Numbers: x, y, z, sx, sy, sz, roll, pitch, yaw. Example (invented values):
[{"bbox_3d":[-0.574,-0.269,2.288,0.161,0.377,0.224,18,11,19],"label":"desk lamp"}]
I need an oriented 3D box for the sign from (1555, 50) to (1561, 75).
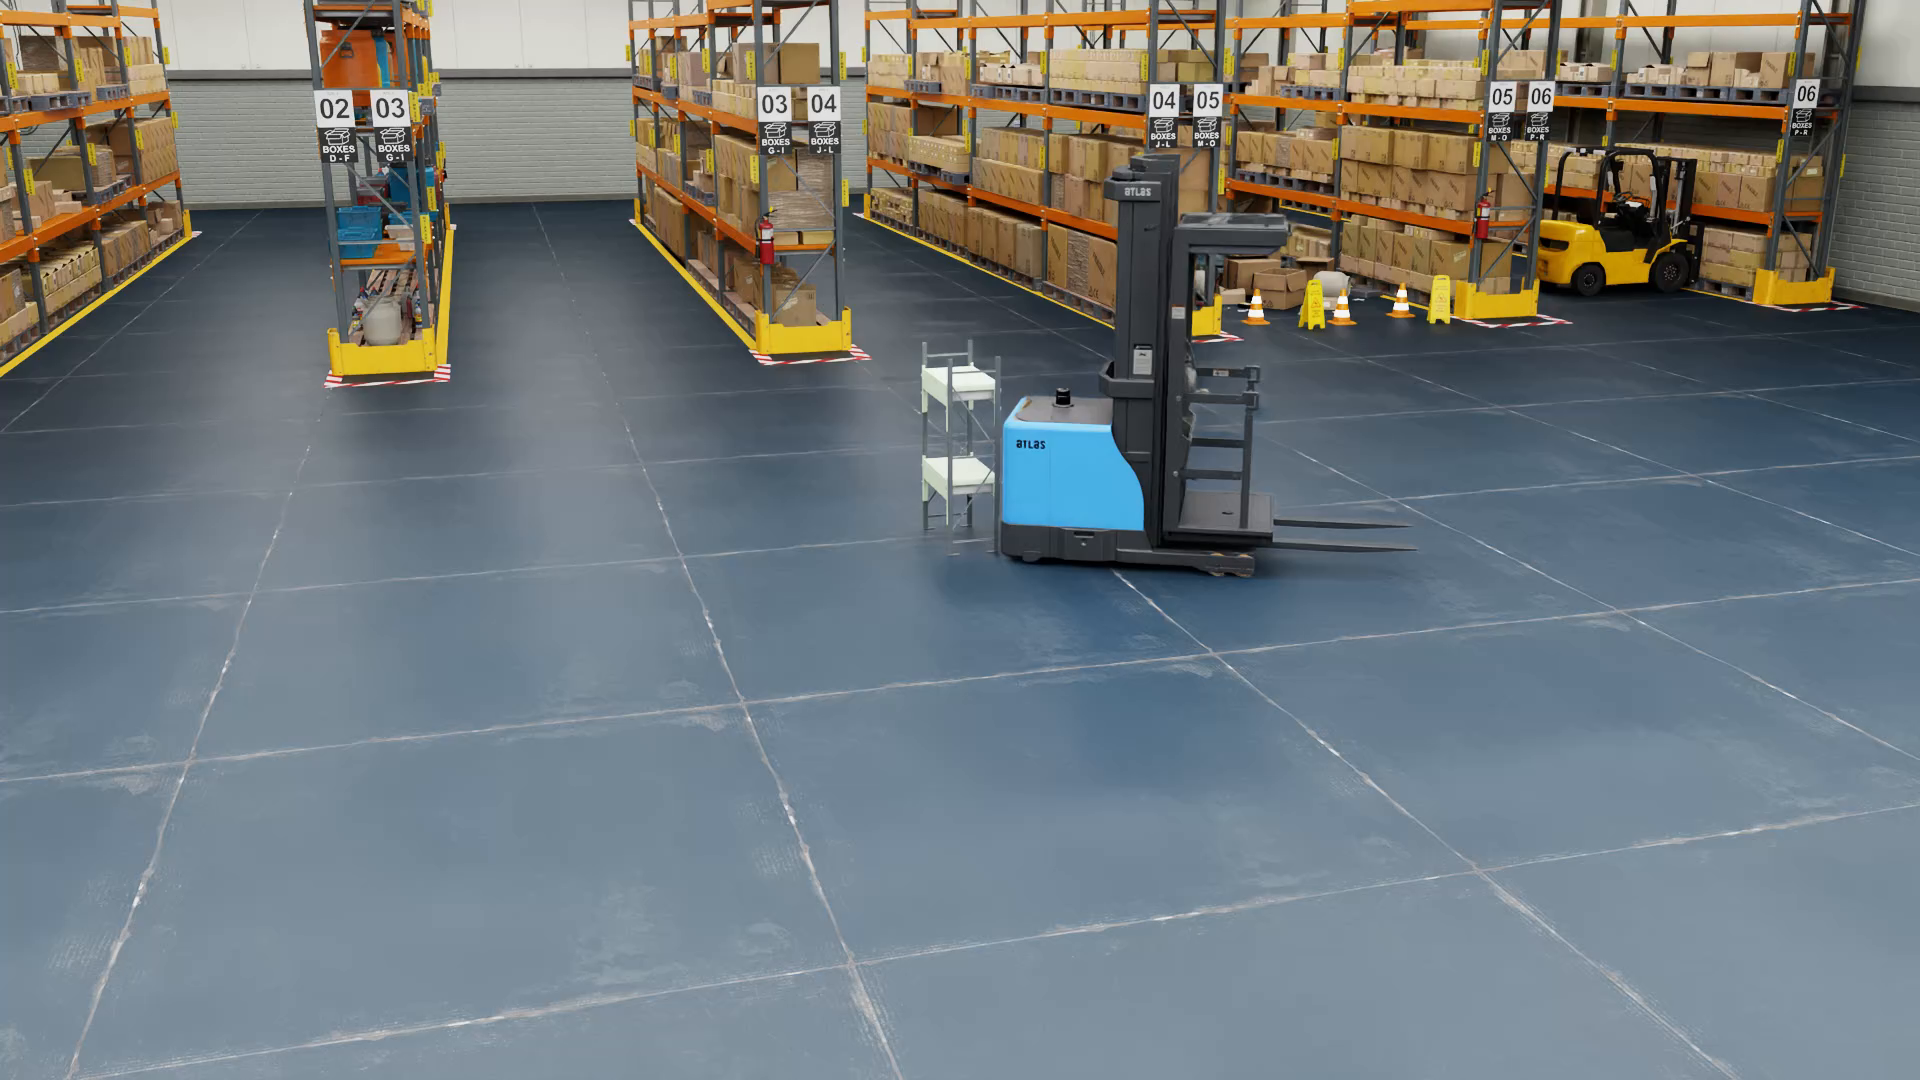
[{"bbox_3d":[8.110,-6.487,22.601,0.100,0.325,0.005,-5,17,-15],"label":"sign"}]

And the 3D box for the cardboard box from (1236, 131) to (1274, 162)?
[{"bbox_3d":[5.291,-7.051,29.790,0.500,0.500,0.500,-5,17,-17],"label":"cardboard box"}]

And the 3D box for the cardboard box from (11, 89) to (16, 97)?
[{"bbox_3d":[-12.879,-6.019,22.092,0.500,0.250,0.500,-6,18,-21],"label":"cardboard box"}]

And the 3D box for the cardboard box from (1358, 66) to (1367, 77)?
[{"bbox_3d":[6.361,-7.211,25.581,0.380,0.149,0.250,-4,17,-14],"label":"cardboard box"}]

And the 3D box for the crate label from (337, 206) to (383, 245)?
[{"bbox_3d":[-7.469,-3.919,20.722,0.502,0.435,0.616,-5,17,-15],"label":"crate label"}]

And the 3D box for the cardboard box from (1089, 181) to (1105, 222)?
[{"bbox_3d":[2.320,-4.799,23.455,0.875,0.550,0.500,-5,17,-15],"label":"cardboard box"}]

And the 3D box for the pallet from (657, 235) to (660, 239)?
[{"bbox_3d":[-5.372,-6.006,32.580,1.003,0.211,1.213,-5,17,-15],"label":"pallet"}]

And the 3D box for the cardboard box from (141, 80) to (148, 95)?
[{"bbox_3d":[-14.929,-8.139,29.879,0.500,0.250,0.500,-5,17,-15],"label":"cardboard box"}]

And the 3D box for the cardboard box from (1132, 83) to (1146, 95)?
[{"bbox_3d":[2.439,-5.800,21.367,0.380,0.149,0.250,-5,17,-15],"label":"cardboard box"}]

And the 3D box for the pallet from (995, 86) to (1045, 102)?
[{"bbox_3d":[1.196,-7.246,26.974,1.003,0.211,1.213,-4,17,-13],"label":"pallet"}]

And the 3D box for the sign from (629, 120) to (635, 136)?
[{"bbox_3d":[-6.873,-8.642,34.865,0.100,0.325,0.005,-5,17,-15],"label":"sign"}]

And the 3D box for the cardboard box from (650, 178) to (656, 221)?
[{"bbox_3d":[-5.835,-6.993,33.980,0.875,0.875,0.875,-5,17,-15],"label":"cardboard box"}]

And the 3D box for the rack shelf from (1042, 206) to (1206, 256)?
[{"bbox_3d":[2.307,-4.379,23.565,1.077,0.370,4.000,-5,17,-15],"label":"rack shelf"}]

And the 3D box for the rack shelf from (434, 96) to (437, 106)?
[{"bbox_3d":[-10.550,-8.379,31.668,1.077,0.370,4.000,-5,17,-15],"label":"rack shelf"}]

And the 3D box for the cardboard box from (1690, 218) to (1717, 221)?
[{"bbox_3d":[11.861,-5.051,26.866,0.500,0.250,0.500,-5,17,-15],"label":"cardboard box"}]

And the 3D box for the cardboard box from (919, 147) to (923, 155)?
[{"bbox_3d":[-0.559,-7.352,31.404,0.380,0.149,0.250,-5,18,-18],"label":"cardboard box"}]

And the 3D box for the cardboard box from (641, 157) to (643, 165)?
[{"bbox_3d":[-6.273,-7.703,33.818,0.380,0.149,0.250,-5,17,-16],"label":"cardboard box"}]

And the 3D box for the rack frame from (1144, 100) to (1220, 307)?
[{"bbox_3d":[2.856,-4.170,21.620,1.000,3.000,0.127,-5,17,-15],"label":"rack frame"}]

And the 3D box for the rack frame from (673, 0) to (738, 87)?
[{"bbox_3d":[-4.139,-8.892,26.911,1.000,3.000,0.127,-5,17,-15],"label":"rack frame"}]

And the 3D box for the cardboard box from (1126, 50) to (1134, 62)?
[{"bbox_3d":[2.370,-6.253,21.486,0.380,0.149,0.250,-5,17,-15],"label":"cardboard box"}]

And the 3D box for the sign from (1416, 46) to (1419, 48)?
[{"bbox_3d":[9.594,-10.220,34.963,0.100,0.325,0.005,-5,17,-15],"label":"sign"}]

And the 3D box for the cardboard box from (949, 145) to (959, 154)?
[{"bbox_3d":[0.015,-6.917,29.439,0.380,0.149,0.250,-5,17,-16],"label":"cardboard box"}]

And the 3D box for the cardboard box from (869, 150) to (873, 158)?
[{"bbox_3d":[-1.767,-8.360,36.005,0.380,0.149,0.250,-5,17,-16],"label":"cardboard box"}]

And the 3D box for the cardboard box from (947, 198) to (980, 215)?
[{"bbox_3d":[0.068,-6.053,30.201,0.500,0.250,0.500,-4,17,-14],"label":"cardboard box"}]

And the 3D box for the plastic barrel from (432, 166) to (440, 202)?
[{"bbox_3d":[-8.482,-5.588,26.104,0.600,0.536,0.708,-5,17,-15],"label":"plastic barrel"}]

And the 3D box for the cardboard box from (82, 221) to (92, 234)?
[{"bbox_3d":[-14.452,-5.147,27.150,0.500,0.250,0.500,-5,17,-16],"label":"cardboard box"}]

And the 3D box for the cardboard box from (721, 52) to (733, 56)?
[{"bbox_3d":[-3.495,-7.351,25.954,0.500,0.500,0.500,-4,17,-14],"label":"cardboard box"}]

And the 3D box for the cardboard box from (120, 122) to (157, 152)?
[{"bbox_3d":[-14.906,-7.307,30.152,0.500,0.500,0.500,-5,17,-17],"label":"cardboard box"}]

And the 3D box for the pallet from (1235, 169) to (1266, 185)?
[{"bbox_3d":[5.688,-6.521,29.782,1.213,0.211,1.003,-5,17,-15],"label":"pallet"}]

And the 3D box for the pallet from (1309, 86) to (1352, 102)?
[{"bbox_3d":[6.421,-7.221,26.891,1.213,0.211,1.003,-5,17,-15],"label":"pallet"}]

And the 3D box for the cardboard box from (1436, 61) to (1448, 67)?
[{"bbox_3d":[9.497,-9.255,32.384,0.380,0.149,0.250,-5,17,-16],"label":"cardboard box"}]

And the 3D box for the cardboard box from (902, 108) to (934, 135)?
[{"bbox_3d":[-0.831,-8.267,32.831,0.500,0.500,0.500,-5,18,-17],"label":"cardboard box"}]

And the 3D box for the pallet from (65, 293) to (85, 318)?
[{"bbox_3d":[-13.144,-3.333,23.682,1.003,0.211,1.213,-5,17,-15],"label":"pallet"}]

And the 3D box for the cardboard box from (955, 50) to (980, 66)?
[{"bbox_3d":[0.141,-8.466,29.203,0.396,0.266,0.258,-5,17,-15],"label":"cardboard box"}]

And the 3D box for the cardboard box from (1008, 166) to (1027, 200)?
[{"bbox_3d":[1.079,-5.727,26.630,0.500,0.500,0.500,-5,17,-15],"label":"cardboard box"}]

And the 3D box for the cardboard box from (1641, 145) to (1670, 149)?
[{"bbox_3d":[11.300,-6.343,27.038,0.380,0.149,0.250,-5,17,-16],"label":"cardboard box"}]

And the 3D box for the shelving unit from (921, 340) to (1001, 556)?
[{"bbox_3d":[0.002,-0.716,12.730,0.431,1.500,0.755,-5,17,-15],"label":"shelving unit"}]

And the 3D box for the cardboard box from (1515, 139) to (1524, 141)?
[{"bbox_3d":[10.624,-7.417,31.127,0.380,0.149,0.250,-4,17,-14],"label":"cardboard box"}]

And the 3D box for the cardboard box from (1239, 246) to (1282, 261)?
[{"bbox_3d":[4.786,-4.712,26.454,0.500,0.500,0.500,-5,17,-15],"label":"cardboard box"}]

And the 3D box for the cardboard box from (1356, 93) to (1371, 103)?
[{"bbox_3d":[6.354,-6.829,25.696,0.380,0.149,0.250,-5,17,-15],"label":"cardboard box"}]

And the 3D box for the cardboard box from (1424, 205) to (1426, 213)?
[{"bbox_3d":[7.018,-4.840,24.288,0.380,0.149,0.250,-4,17,-14],"label":"cardboard box"}]

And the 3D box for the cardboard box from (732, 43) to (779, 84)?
[{"bbox_3d":[-2.610,-6.081,21.208,0.500,0.500,0.500,-5,17,-15],"label":"cardboard box"}]

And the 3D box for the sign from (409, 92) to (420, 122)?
[{"bbox_3d":[-6.173,-4.897,18.812,0.100,0.325,0.005,-5,17,-15],"label":"sign"}]

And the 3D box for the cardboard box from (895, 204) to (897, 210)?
[{"bbox_3d":[-1.128,-6.898,34.410,0.380,0.149,0.250,-6,18,-18],"label":"cardboard box"}]

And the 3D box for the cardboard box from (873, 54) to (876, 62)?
[{"bbox_3d":[-1.613,-10.130,34.947,0.380,0.149,0.250,-5,17,-15],"label":"cardboard box"}]

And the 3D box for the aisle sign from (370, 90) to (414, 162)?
[{"bbox_3d":[-6.401,-4.662,18.741,0.394,0.787,0.004,-5,17,-15],"label":"aisle sign"}]

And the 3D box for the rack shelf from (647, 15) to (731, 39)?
[{"bbox_3d":[-4.689,-8.909,28.914,1.077,0.370,4.000,-5,17,-15],"label":"rack shelf"}]

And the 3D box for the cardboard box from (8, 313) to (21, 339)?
[{"bbox_3d":[-11.949,-2.627,20.533,0.500,0.250,0.500,-5,17,-15],"label":"cardboard box"}]

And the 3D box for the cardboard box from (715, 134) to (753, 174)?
[{"bbox_3d":[-3.160,-5.437,23.409,0.500,0.500,0.500,-5,17,-15],"label":"cardboard box"}]

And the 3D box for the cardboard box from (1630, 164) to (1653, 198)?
[{"bbox_3d":[11.290,-5.851,27.042,0.500,0.500,0.500,-4,17,-14],"label":"cardboard box"}]

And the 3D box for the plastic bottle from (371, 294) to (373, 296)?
[{"bbox_3d":[-7.823,-3.138,22.162,0.097,0.271,0.097,0,17,0],"label":"plastic bottle"}]

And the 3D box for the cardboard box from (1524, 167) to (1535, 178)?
[{"bbox_3d":[10.471,-6.557,29.826,0.500,0.250,0.500,-4,17,-13],"label":"cardboard box"}]

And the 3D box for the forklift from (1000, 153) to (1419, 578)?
[{"bbox_3d":[1.869,-1.297,12.175,3.031,2.935,1.130,3,17,10],"label":"forklift"}]

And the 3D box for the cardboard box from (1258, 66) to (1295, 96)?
[{"bbox_3d":[5.640,-8.024,29.061,0.700,0.500,0.500,-5,17,-15],"label":"cardboard box"}]

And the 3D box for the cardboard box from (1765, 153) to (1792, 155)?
[{"bbox_3d":[12.347,-5.740,25.030,0.380,0.149,0.250,-4,17,-14],"label":"cardboard box"}]

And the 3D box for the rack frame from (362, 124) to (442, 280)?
[{"bbox_3d":[-8.901,-5.627,26.471,1.000,3.000,0.127,-5,17,-15],"label":"rack frame"}]
